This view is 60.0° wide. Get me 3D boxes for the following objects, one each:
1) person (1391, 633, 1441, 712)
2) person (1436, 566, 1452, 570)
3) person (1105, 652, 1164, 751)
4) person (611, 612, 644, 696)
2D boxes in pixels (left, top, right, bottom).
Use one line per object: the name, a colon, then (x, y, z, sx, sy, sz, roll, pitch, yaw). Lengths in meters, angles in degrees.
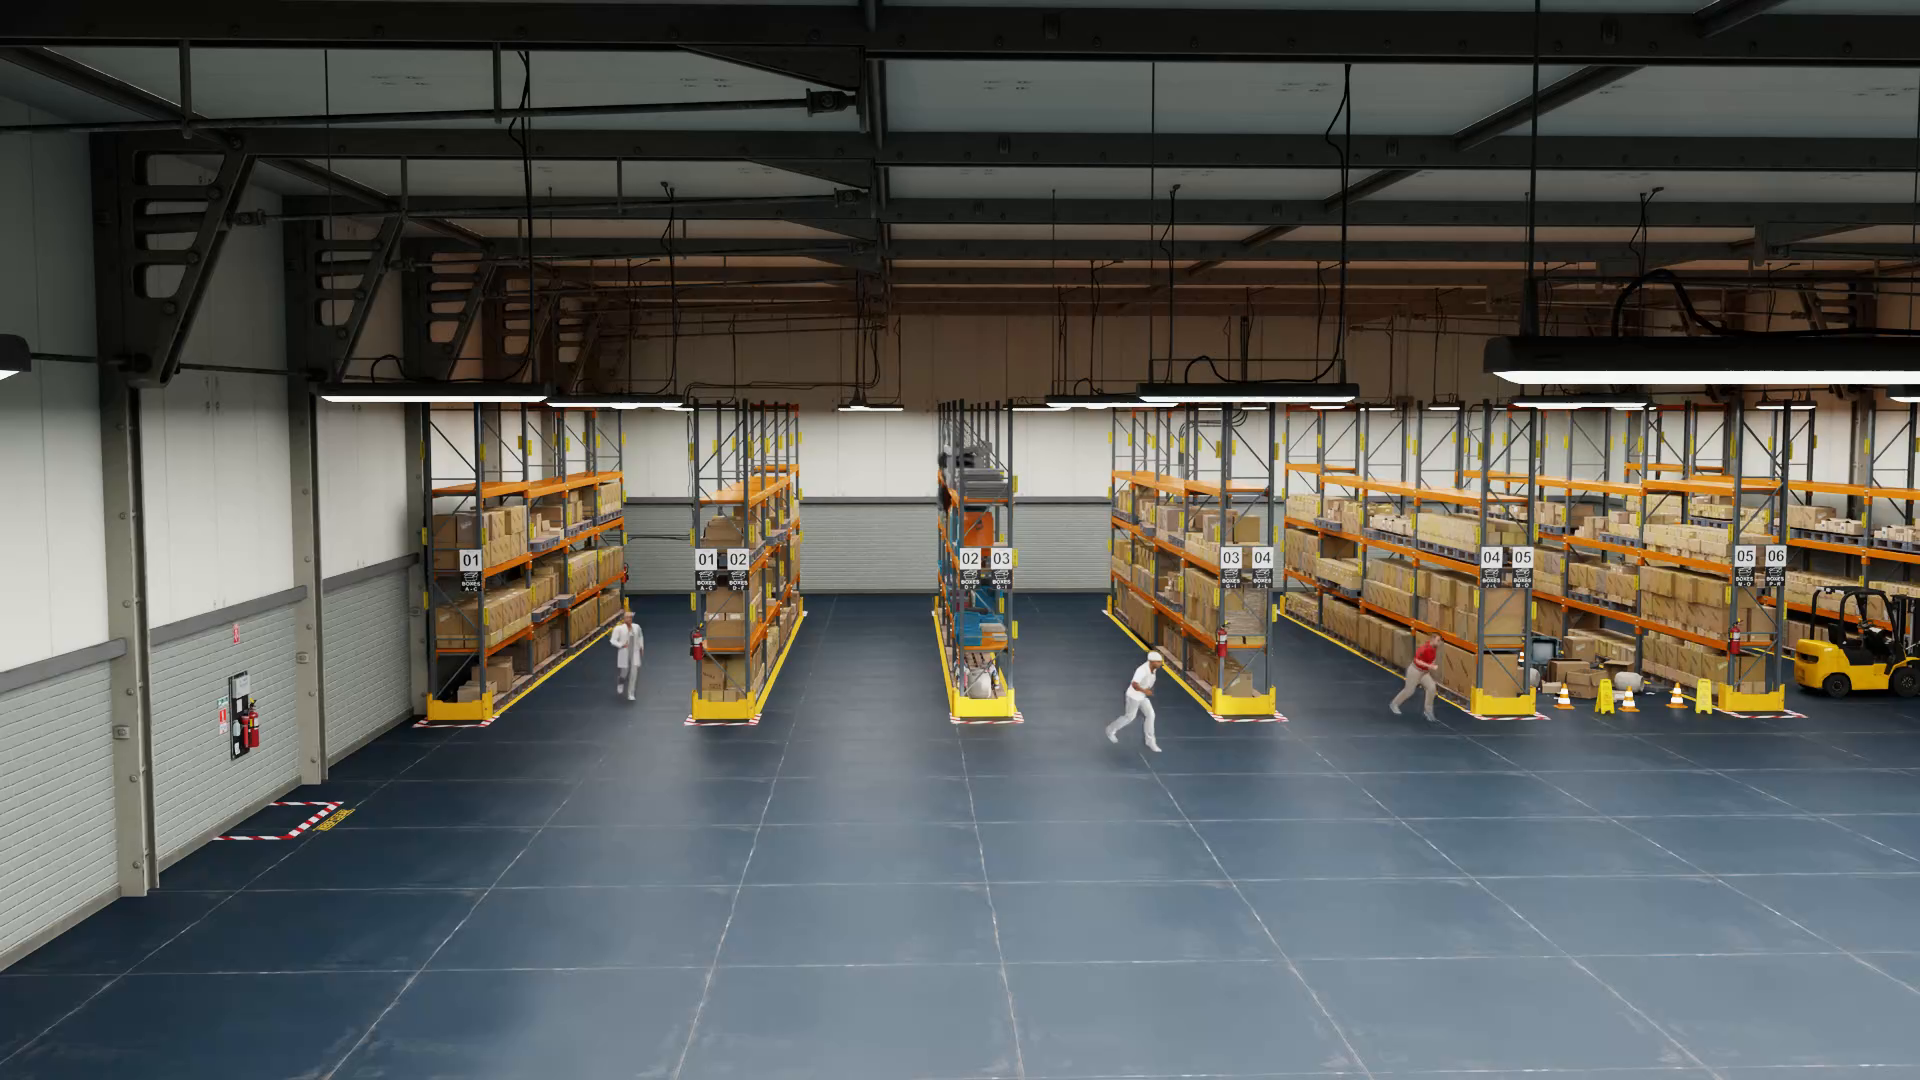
person: (8.582, 2.464, 31.260, 0.967, 1.492, 0.707, 4, 6, 42)
person: (14.436, 1.118, 49.297, 0.640, 1.758, 0.669, 1, 5, 19)
person: (2.980, 2.744, 28.457, 1.056, 1.713, 0.703, 2, 5, 24)
person: (-6.649, 2.279, 33.324, 0.712, 1.673, 0.761, -2, 5, -28)
